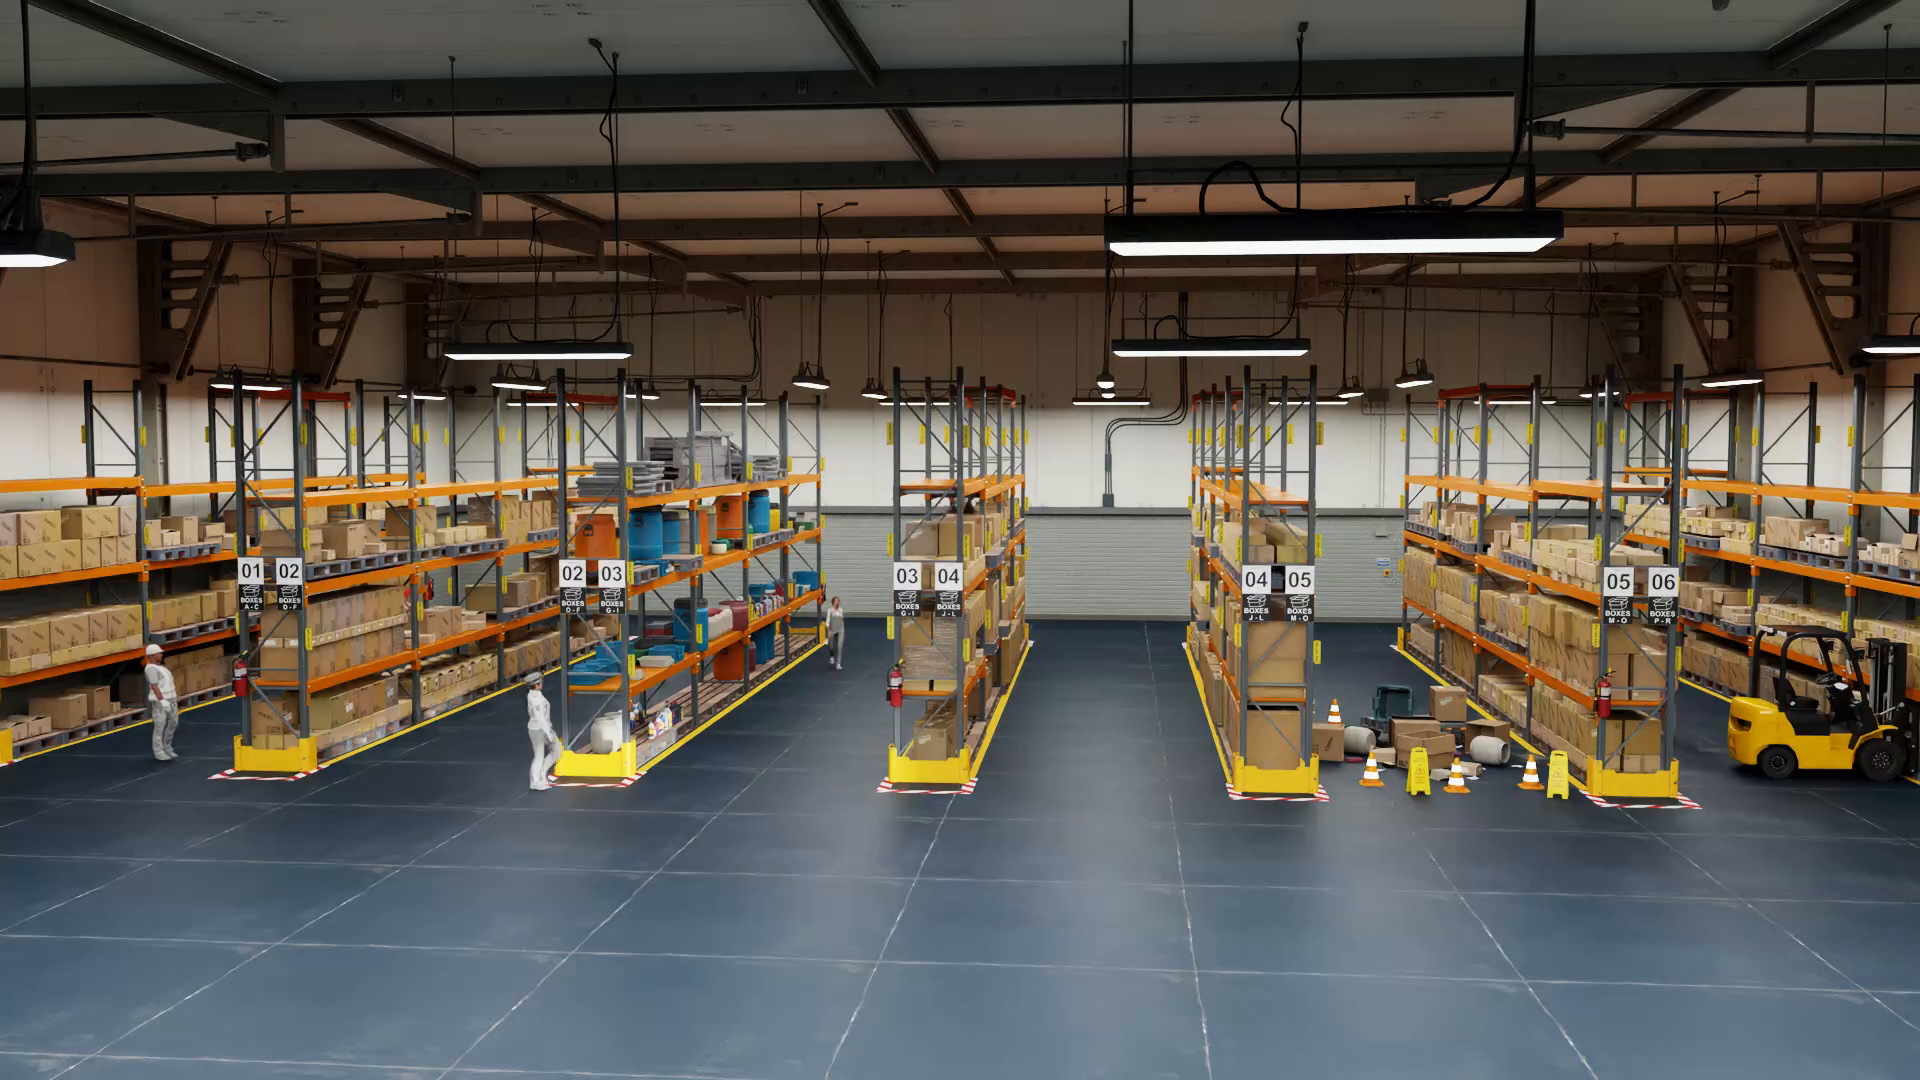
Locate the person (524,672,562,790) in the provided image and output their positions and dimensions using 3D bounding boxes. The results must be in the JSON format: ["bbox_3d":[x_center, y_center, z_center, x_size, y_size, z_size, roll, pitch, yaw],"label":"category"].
[{"bbox_3d":[-5.904,2.691,23.427,0.447,1.676,0.474,1,4,13],"label":"person"}]

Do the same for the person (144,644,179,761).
[{"bbox_3d":[-12.376,2.527,25.841,0.584,1.830,0.660,1,4,9],"label":"person"}]

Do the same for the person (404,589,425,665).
[{"bbox_3d":[-11.530,1.935,35.134,0.574,1.807,0.635,-2,4,-26],"label":"person"}]

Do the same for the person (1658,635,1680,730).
[{"bbox_3d":[11.804,2.377,27.873,0.523,1.585,0.590,0,4,-1],"label":"person"}]

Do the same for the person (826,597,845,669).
[{"bbox_3d":[-2.681,1.987,35.884,0.410,1.543,0.778,0,4,-5],"label":"person"}]
